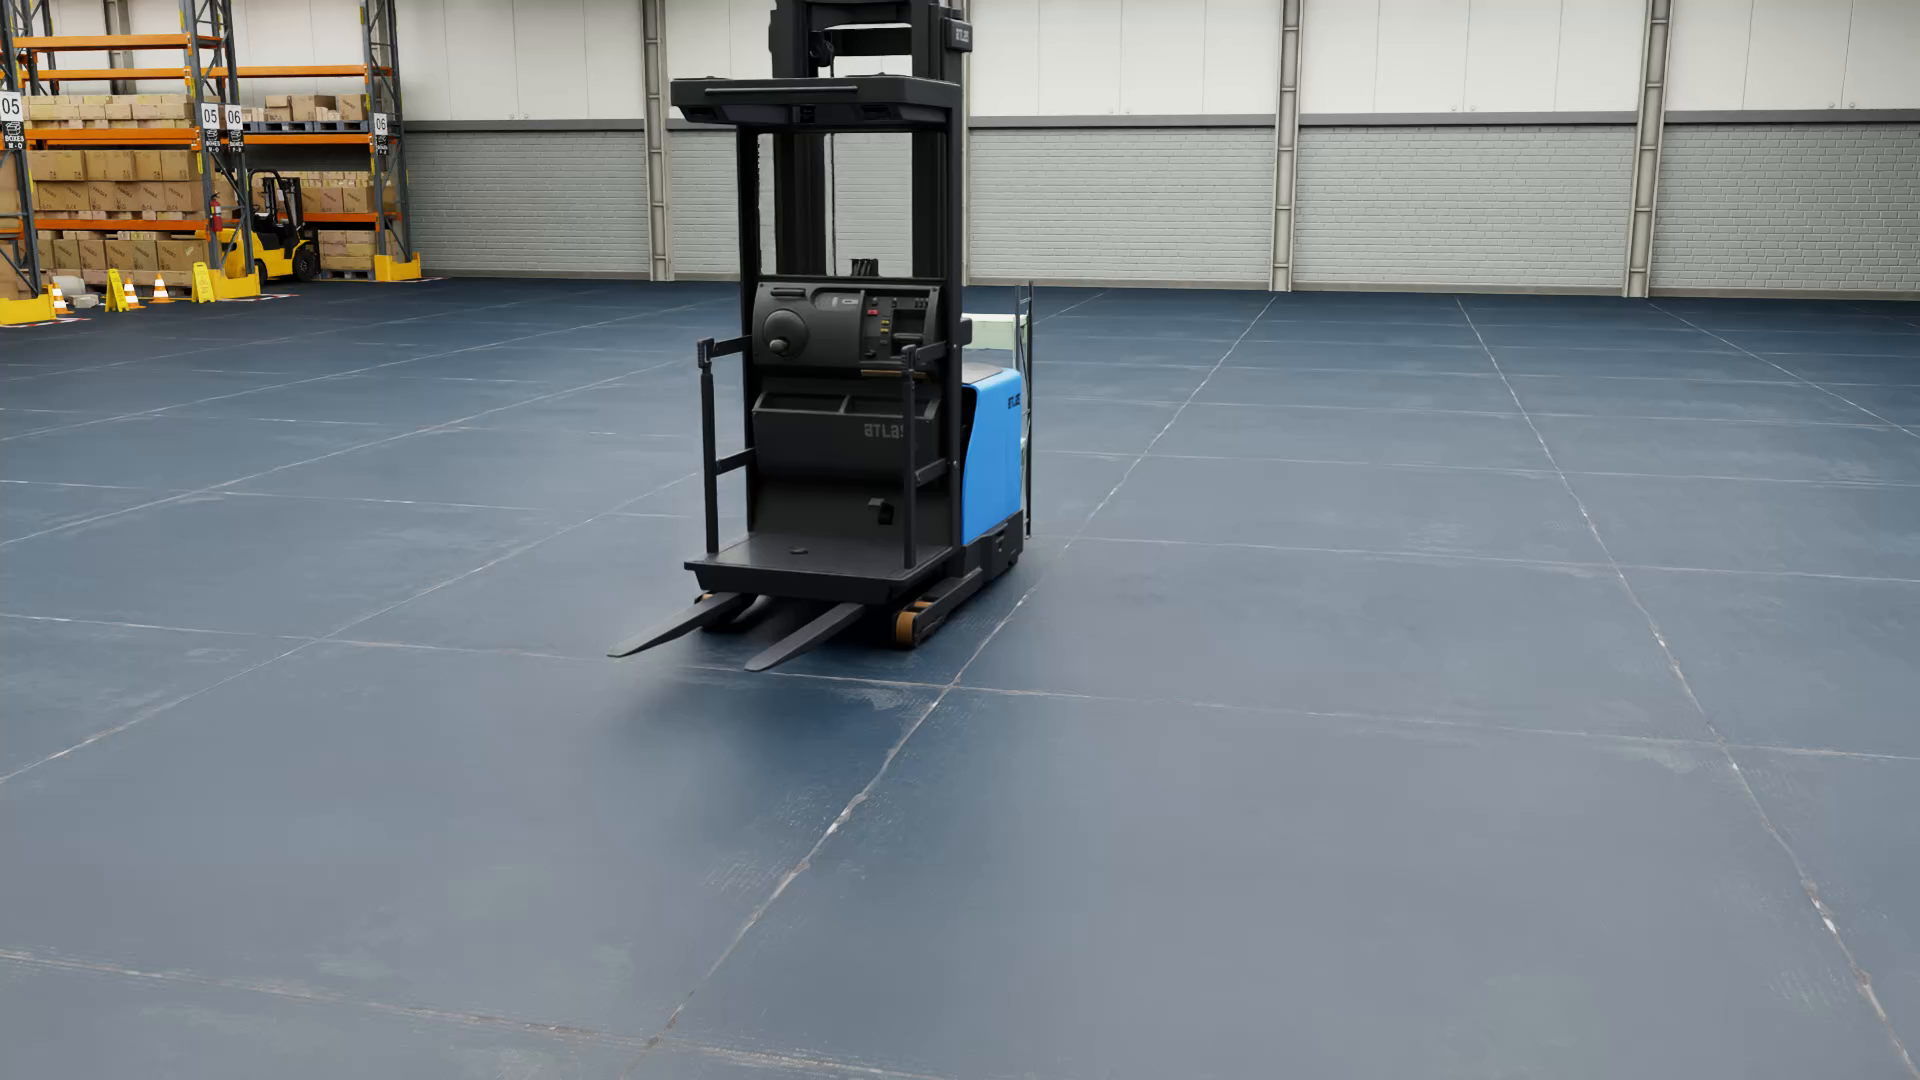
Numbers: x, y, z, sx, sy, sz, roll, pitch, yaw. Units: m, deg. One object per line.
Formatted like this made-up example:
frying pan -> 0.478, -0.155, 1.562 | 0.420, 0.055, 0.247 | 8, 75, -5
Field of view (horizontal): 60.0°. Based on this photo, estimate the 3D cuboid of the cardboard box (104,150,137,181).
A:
cardboard box -> -13.975, -6.324, 28.088 | 0.500, 0.500, 0.700 | 3, 13, 13

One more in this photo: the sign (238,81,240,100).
sign -> -12.288, -7.634, 28.274 | 0.005, 0.325, 0.100 | 3, 13, 14

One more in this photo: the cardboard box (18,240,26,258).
cardboard box -> -19.461, -6.049, 34.877 | 0.500, 0.500, 0.500 | 3, 13, 15

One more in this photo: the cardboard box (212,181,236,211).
cardboard box -> -12.811, -5.906, 28.510 | 0.500, 0.500, 0.500 | 3, 13, 13

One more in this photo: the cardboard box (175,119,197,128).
cardboard box -> -12.831, -6.930, 27.700 | 0.250, 0.149, 0.380 | 3, 13, 14

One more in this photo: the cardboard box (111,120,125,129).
cardboard box -> -14.067, -7.003, 28.026 | 0.250, 0.149, 0.380 | 3, 13, 12

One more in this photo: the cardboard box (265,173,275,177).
cardboard box -> -13.607, -7.262, 33.125 | 0.250, 0.149, 0.380 | 3, 13, 13

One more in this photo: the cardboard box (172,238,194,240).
cardboard box -> -13.666, -4.985, 28.924 | 0.500, 0.500, 0.500 | 3, 13, 11

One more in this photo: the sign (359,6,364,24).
sign -> -11.376, -9.983, 31.614 | 0.005, 0.325, 0.100 | 3, 13, 14

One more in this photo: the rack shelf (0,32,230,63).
rack shelf -> -14.359, -8.309, 28.076 | 4.000, 0.370, 1.077 | 3, 13, 14

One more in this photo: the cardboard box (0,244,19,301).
cardboard box -> -14.180, -3.772, 23.745 | 0.875, 0.875, 0.875 | 3, 13, 14

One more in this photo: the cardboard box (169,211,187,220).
cardboard box -> -13.104, -5.470, 28.045 | 0.250, 0.149, 0.380 | 3, 13, 13

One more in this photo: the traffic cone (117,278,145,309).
traffic cone -> -13.080, -3.890, 26.200 | 0.334, 0.463, 0.336 | 3, 13, 14

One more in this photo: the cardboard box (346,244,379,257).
cardboard box -> -11.779, -5.739, 32.901 | 0.500, 0.250, 0.500 | 3, 13, 13

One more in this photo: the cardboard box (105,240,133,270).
cardboard box -> -14.254, -4.898, 28.534 | 0.500, 0.500, 0.500 | 3, 13, 12

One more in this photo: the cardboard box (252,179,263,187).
cardboard box -> -13.881, -7.111, 33.131 | 0.250, 0.149, 0.380 | 3, 13, 13

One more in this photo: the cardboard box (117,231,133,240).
cardboard box -> -14.129, -5.194, 28.368 | 0.250, 0.149, 0.380 | 4, 13, 16

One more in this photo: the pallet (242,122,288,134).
pallet -> -14.281, -8.263, 33.330 | 1.213, 0.211, 1.003 | 3, 13, 14

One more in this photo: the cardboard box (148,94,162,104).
cardboard box -> -13.310, -7.346, 27.734 | 0.250, 0.149, 0.380 | 3, 13, 13

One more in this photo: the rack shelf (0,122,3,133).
rack shelf -> -15.447, -5.800, 23.685 | 4.000, 0.370, 1.077 | 3, 13, 14

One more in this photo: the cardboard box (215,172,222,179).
cardboard box -> -14.877, -7.312, 33.352 | 0.250, 0.149, 0.380 | 3, 13, 15

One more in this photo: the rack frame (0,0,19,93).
rack frame -> -13.505, -7.512, 22.814 | 0.127, 3.000, 1.000 | 3, 13, 14

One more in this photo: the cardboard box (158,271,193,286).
cardboard box -> -13.290, -4.478, 28.371 | 0.500, 0.250, 0.500 | 3, 13, 13

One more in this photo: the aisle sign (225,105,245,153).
aisle sign -> -12.283, -6.960, 28.177 | 0.004, 0.787, 0.394 | 3, 13, 14

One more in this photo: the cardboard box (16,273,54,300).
cardboard box -> -14.729, -3.969, 26.461 | 0.637, 0.503, 0.797 | -6, 14, -25

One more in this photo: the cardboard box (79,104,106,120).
cardboard box -> -14.463, -7.213, 28.054 | 0.500, 0.250, 0.500 | 3, 13, 14

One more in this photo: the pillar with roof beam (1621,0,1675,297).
pillar with roof beam -> 10.578, -7.677, 23.558 | 0.400, 9.000, 9.100 | 3, 13, 14

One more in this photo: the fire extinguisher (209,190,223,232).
fire extinguisher -> -12.417, -5.488, 27.724 | 0.183, 0.674, 0.296 | 3, 13, 14

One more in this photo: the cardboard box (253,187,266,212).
cardboard box -> -13.746, -6.802, 33.235 | 0.500, 0.500, 0.500 | 3, 13, 13

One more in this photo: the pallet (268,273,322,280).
pallet -> -13.165, -5.406, 33.614 | 1.213, 0.211, 1.003 | 3, 13, 14

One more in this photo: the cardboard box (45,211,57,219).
cardboard box -> -15.549, -5.620, 28.721 | 0.250, 0.149, 0.380 | 3, 13, 13

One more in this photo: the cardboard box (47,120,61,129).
cardboard box -> -15.316, -7.074, 28.348 | 0.250, 0.149, 0.380 | 3, 13, 15

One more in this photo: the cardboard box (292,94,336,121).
cardboard box -> -12.690, -8.486, 32.700 | 0.500, 0.500, 0.700 | 3, 13, 14

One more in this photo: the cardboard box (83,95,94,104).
cardboard box -> -14.544, -7.419, 28.063 | 0.250, 0.149, 0.380 | 3, 13, 15

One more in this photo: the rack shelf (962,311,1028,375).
rack shelf -> 0.006, -1.113, 9.485 | 0.720, 0.370, 0.431 | 3, 13, 14

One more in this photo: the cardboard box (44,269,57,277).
cardboard box -> -15.793, -4.612, 28.973 | 0.500, 0.250, 0.500 | 2, 13, 11

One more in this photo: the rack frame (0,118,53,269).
rack frame -> -16.301, -5.836, 29.115 | 0.127, 3.000, 1.000 | 3, 13, 14

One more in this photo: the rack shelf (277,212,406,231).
rack shelf -> -13.174, -6.425, 33.431 | 4.000, 0.370, 1.077 | 3, 13, 14

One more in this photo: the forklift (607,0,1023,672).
forklift -> -0.610, -1.042, 7.662 | 1.130, 2.935, 3.031 | 4, 13, 18

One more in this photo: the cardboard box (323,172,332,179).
cardboard box -> -12.361, -7.201, 32.848 | 0.250, 0.149, 0.380 | 3, 13, 14

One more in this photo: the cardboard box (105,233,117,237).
cardboard box -> -17.760, -6.066, 34.664 | 0.625, 0.625, 0.875 | 3, 13, 15

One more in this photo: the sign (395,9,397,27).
sign -> -11.093, -10.251, 32.641 | 0.005, 0.325, 0.100 | 3, 13, 14

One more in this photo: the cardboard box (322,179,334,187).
cardboard box -> -12.366, -7.046, 32.838 | 0.250, 0.149, 0.380 | 3, 13, 13

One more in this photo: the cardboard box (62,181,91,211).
cardboard box -> -14.963, -5.899, 28.480 | 0.500, 0.500, 0.500 | 3, 13, 13

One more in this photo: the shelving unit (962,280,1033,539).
shelving unit -> 0.006, -0.732, 9.570 | 0.755, 1.500, 0.431 | 3, 13, 14

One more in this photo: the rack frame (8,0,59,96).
rack frame -> -18.999, -10.017, 34.106 | 0.127, 3.000, 1.000 | 3, 13, 14

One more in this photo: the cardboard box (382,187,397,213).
cardboard box -> -11.646, -6.806, 33.253 | 0.500, 0.500, 0.500 | 3, 13, 15

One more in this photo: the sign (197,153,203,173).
sign -> -12.570, -6.233, 27.498 | 0.005, 0.325, 0.100 | 3, 13, 14

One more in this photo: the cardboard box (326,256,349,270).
cardboard box -> -12.244, -5.521, 33.073 | 0.500, 0.250, 0.500 | 3, 13, 14

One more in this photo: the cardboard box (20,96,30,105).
cardboard box -> -15.814, -7.475, 28.315 | 0.250, 0.149, 0.380 | 3, 13, 15

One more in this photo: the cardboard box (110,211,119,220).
cardboard box -> -14.311, -5.564, 28.467 | 0.250, 0.149, 0.380 | 3, 13, 14
